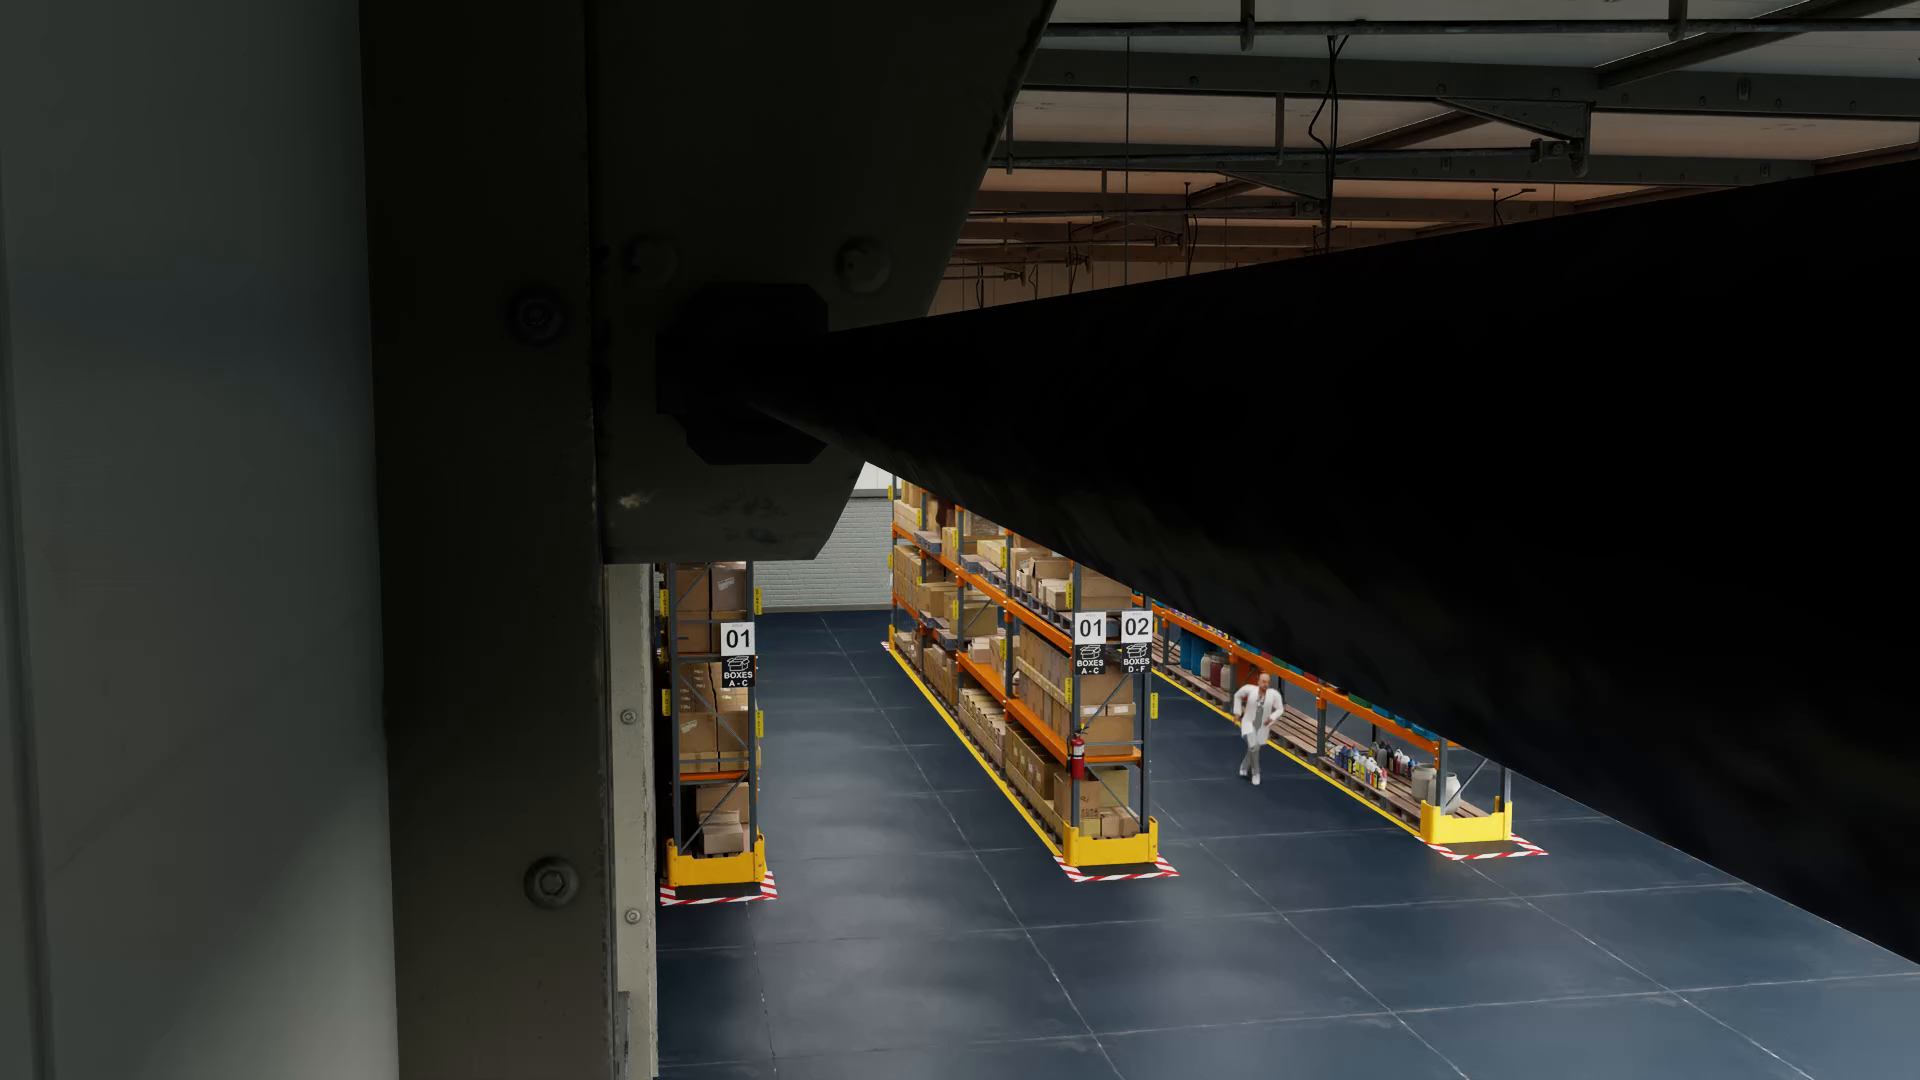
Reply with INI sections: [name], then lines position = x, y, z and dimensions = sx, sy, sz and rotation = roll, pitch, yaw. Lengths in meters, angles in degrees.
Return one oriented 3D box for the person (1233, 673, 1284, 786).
[person]
position = 4.481, 2.791, 25.026
dimensions = 0.718, 1.685, 0.886
rotation = 0, 6, 1
